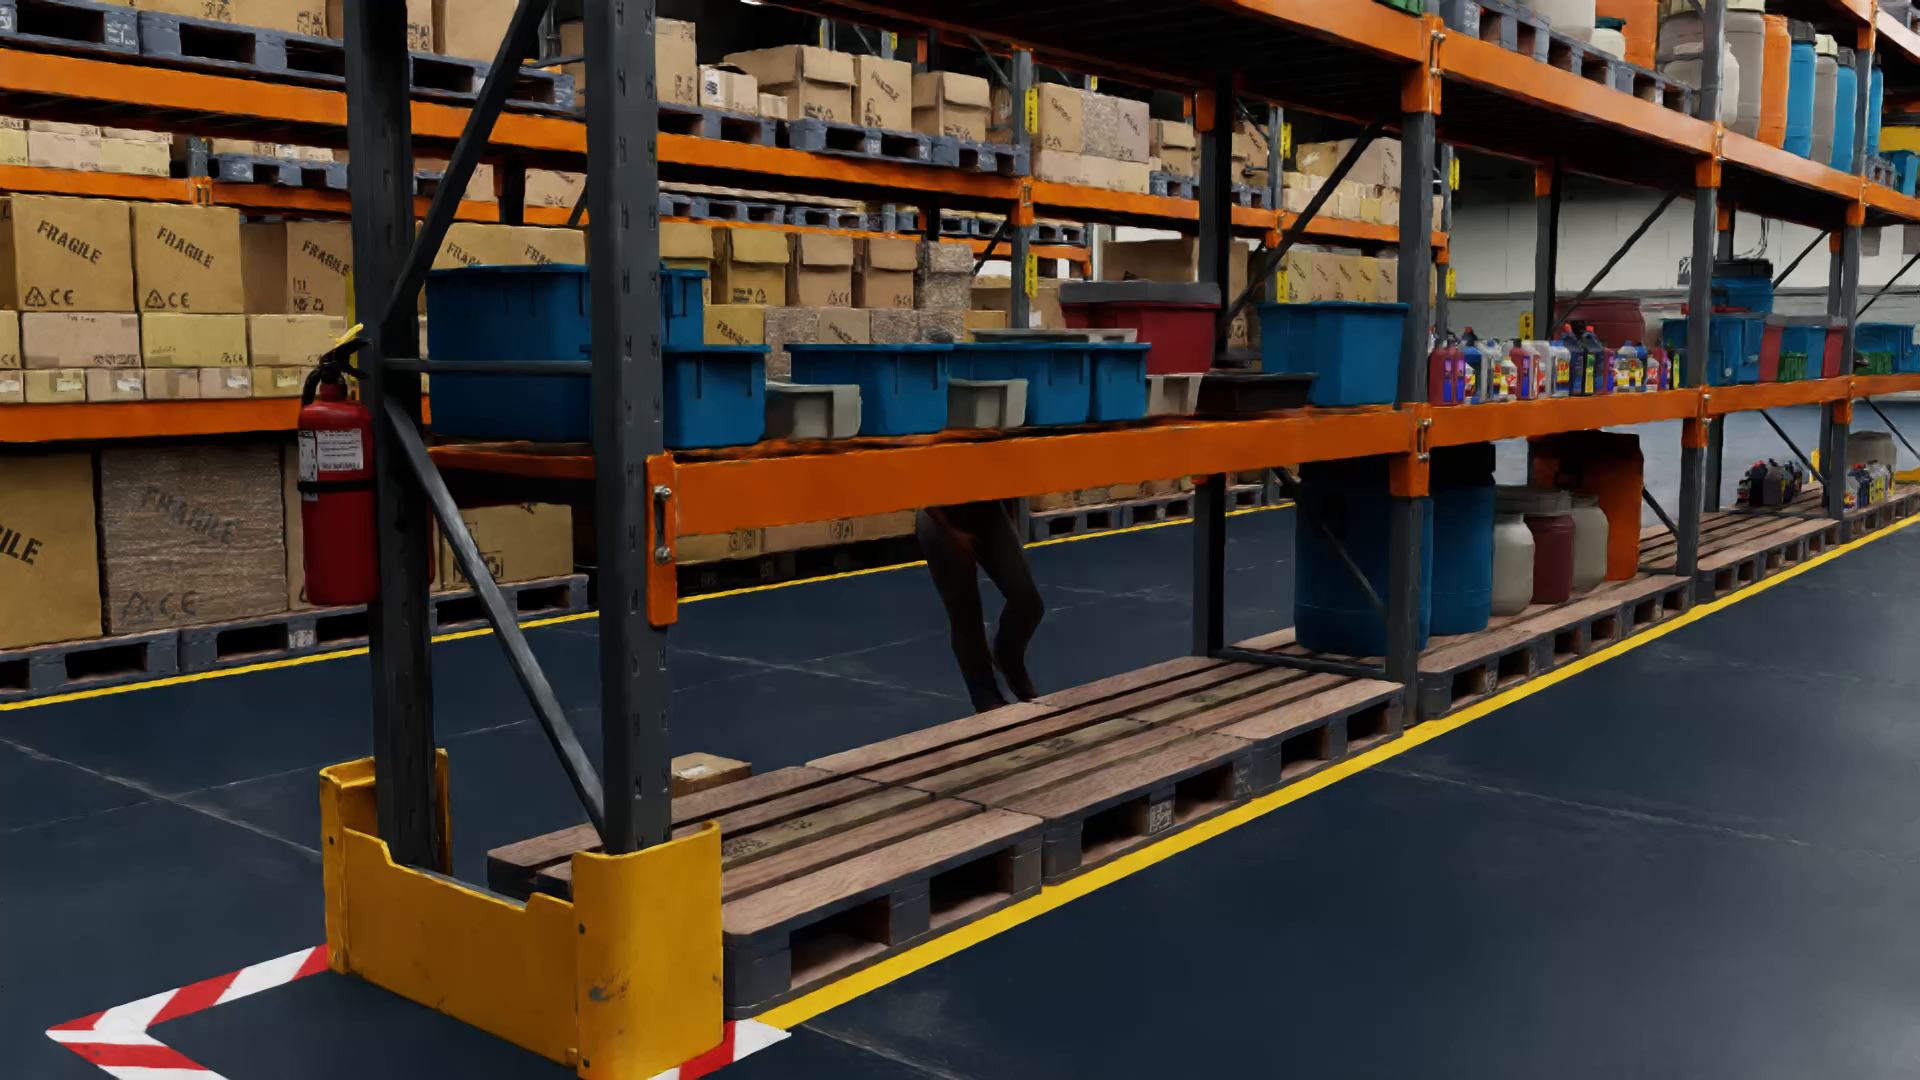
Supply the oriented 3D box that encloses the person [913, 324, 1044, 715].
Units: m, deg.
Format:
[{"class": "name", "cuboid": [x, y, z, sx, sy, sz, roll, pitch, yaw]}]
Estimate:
[{"class": "person", "cuboid": [0.067, -0.048, 6.648, 0.663, 1.613, 0.470, -3, 8, -25]}]
